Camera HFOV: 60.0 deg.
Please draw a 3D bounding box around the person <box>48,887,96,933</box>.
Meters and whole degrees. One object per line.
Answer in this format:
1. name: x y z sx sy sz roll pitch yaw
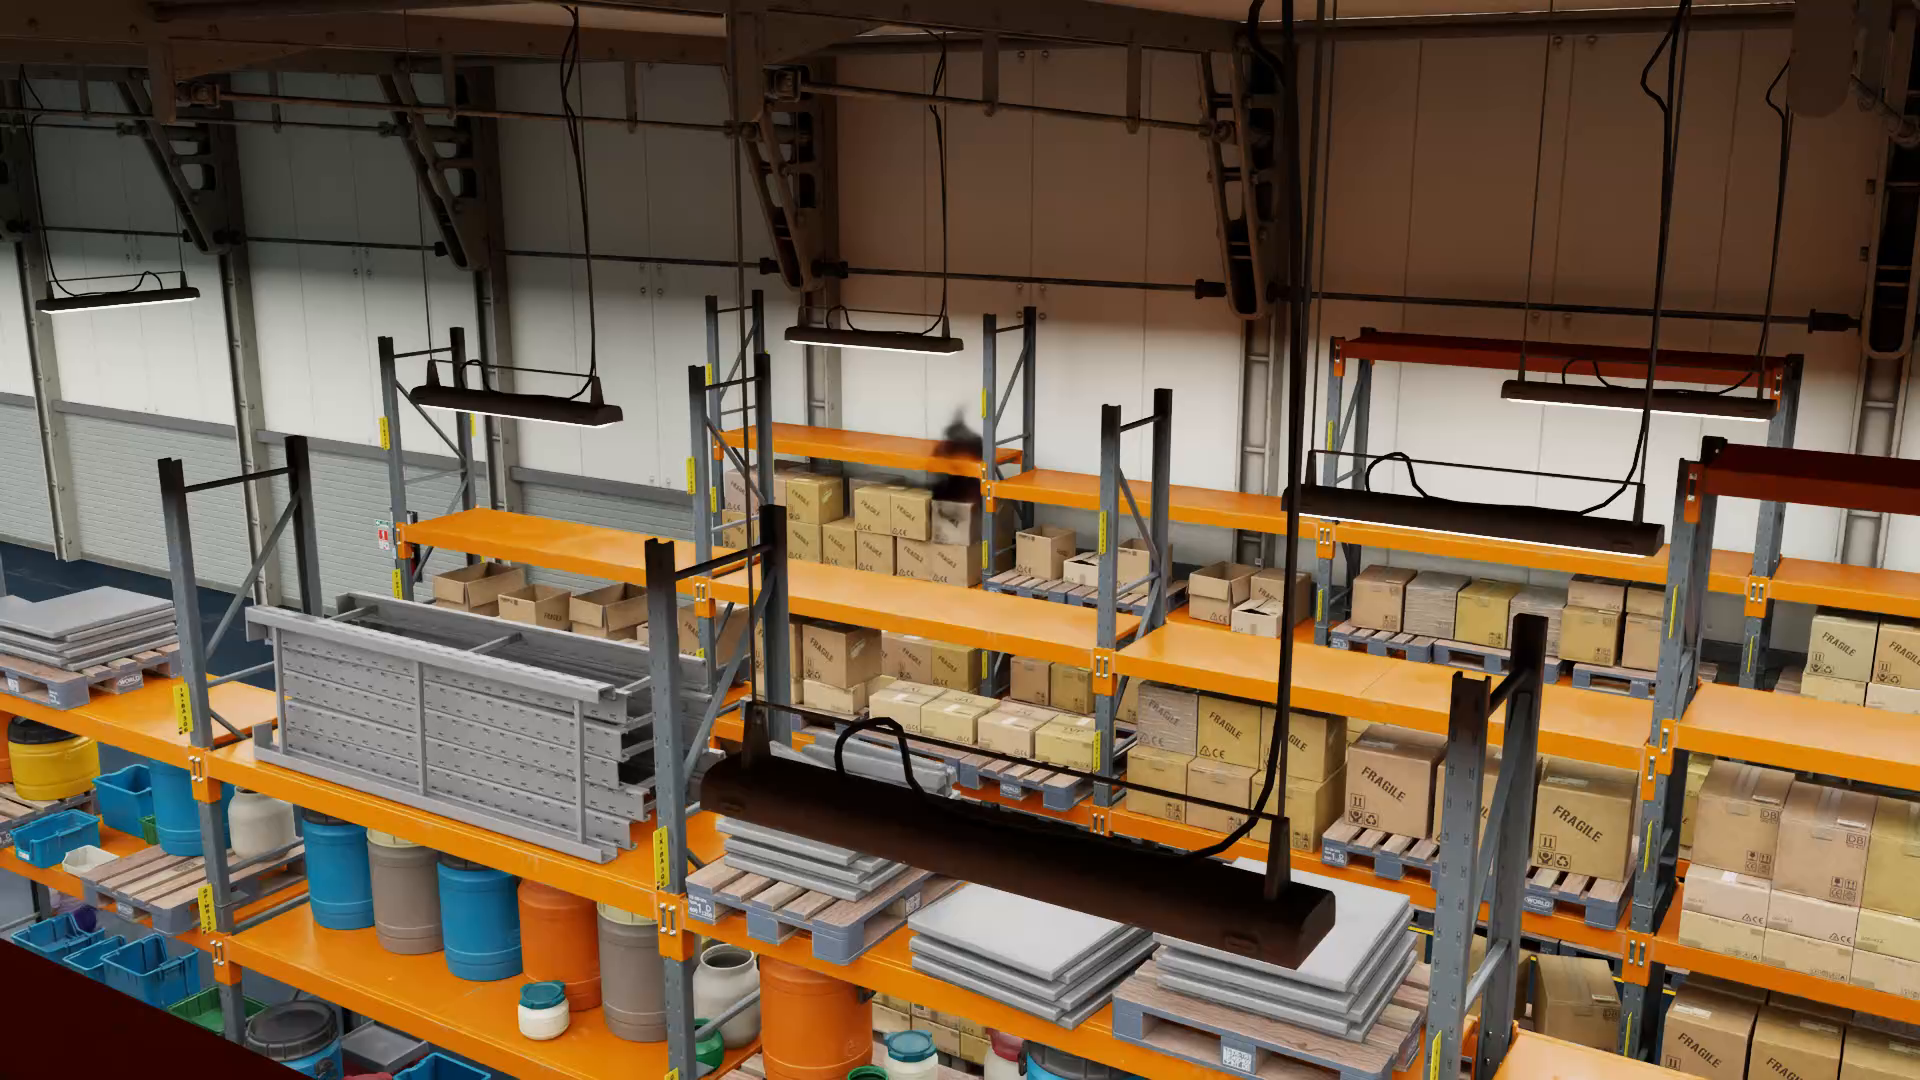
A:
1. person: -8.302 3.614 15.514 0.751 1.506 0.645 5 15 20
